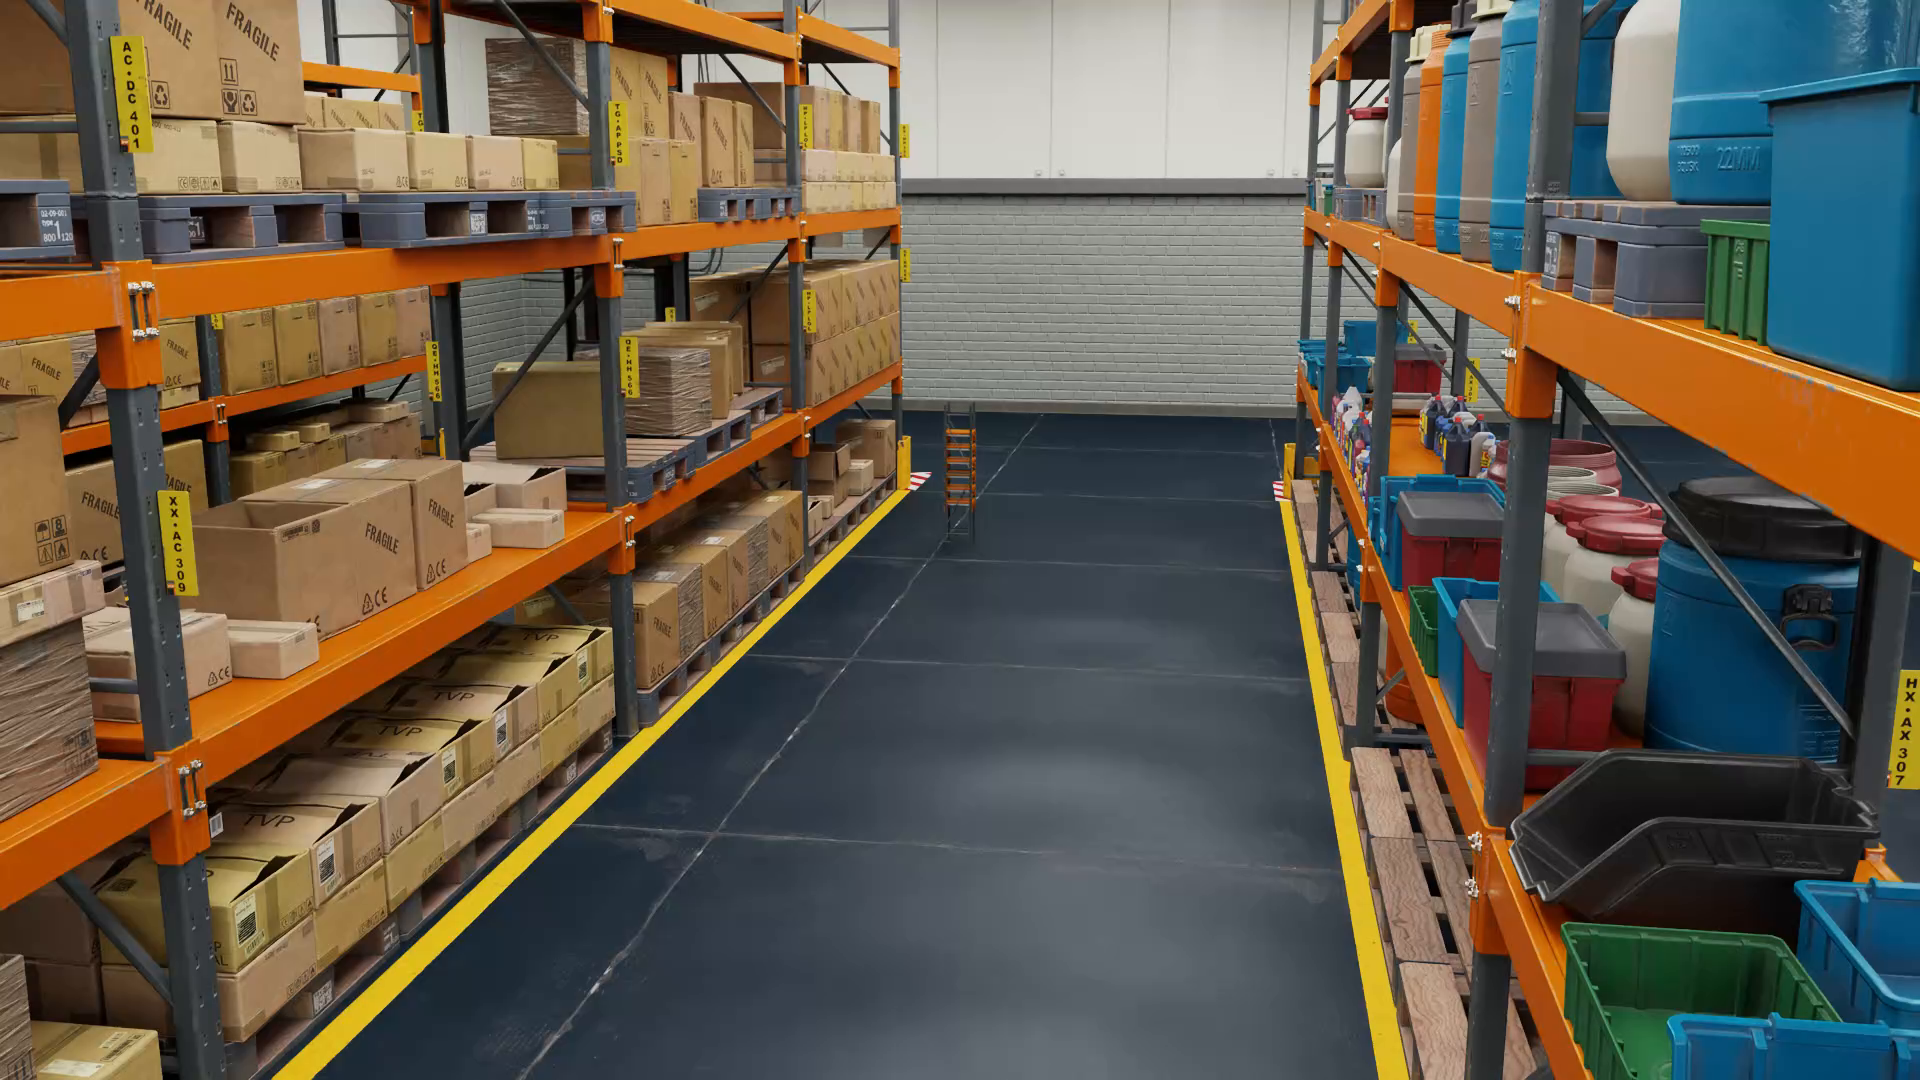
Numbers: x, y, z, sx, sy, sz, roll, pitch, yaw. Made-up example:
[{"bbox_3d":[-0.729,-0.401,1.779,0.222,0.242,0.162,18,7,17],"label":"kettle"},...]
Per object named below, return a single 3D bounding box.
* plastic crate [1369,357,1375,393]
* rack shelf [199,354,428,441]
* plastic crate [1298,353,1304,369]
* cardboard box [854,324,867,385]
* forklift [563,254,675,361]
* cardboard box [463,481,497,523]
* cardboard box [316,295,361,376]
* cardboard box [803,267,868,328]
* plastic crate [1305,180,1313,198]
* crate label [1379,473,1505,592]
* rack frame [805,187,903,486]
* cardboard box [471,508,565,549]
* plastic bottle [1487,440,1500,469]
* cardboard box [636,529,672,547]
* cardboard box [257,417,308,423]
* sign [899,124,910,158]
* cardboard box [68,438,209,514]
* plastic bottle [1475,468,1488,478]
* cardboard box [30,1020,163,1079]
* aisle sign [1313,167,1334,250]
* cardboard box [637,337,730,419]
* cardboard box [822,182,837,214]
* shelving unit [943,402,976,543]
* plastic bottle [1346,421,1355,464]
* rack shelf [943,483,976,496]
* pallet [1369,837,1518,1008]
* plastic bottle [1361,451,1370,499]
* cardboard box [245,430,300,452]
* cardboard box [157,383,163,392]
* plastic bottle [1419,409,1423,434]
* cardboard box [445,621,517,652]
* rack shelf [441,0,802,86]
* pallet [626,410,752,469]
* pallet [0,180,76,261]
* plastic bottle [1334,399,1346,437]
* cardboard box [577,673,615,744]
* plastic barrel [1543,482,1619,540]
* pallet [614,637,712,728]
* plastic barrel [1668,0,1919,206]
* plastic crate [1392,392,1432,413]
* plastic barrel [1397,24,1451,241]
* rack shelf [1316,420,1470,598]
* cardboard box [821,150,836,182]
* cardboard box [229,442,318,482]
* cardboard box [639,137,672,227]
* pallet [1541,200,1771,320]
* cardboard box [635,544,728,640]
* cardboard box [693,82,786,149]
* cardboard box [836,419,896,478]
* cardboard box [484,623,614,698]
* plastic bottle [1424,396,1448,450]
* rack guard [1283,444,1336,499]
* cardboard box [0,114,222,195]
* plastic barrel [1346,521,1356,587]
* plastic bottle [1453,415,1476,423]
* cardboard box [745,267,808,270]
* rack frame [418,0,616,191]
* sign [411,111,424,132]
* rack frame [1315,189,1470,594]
[{"bbox_3d":[3.604,-1.332,13.693,0.437,0.282,0.530,2,12,9],"label":"plastic crate"},{"bbox_3d":[-6.295,-1.434,15.737,1.077,0.370,4.000,2,12,9],"label":"rack shelf"},{"bbox_3d":[3.308,-1.677,15.638,0.250,0.136,0.298,2,12,9],"label":"plastic crate"},{"bbox_3d":[-1.128,-1.673,14.898,0.500,0.500,0.500,2,12,8],"label":"cardboard box"},{"bbox_3d":[-3.147,-1.622,15.064,1.130,2.935,3.031,3,12,12],"label":"forklift"},{"bbox_3d":[-2.651,-0.154,8.299,0.500,0.311,0.500,2,12,8],"label":"cardboard box"},{"bbox_3d":[-6.283,-1.932,15.628,0.980,0.700,0.700,1,12,6],"label":"cardboard box"},{"bbox_3d":[-1.120,-2.159,14.779,0.500,0.500,0.500,2,12,10],"label":"cardboard box"},{"bbox_3d":[3.467,-3.213,15.471,0.497,0.269,0.590,2,12,9],"label":"plastic crate"},{"bbox_3d":[2.152,-0.035,7.453,0.502,0.435,0.616,2,12,9],"label":"crate label"},{"bbox_3d":[-1.092,-2.043,16.852,1.000,3.000,0.127,2,12,9],"label":"rack frame"},{"bbox_3d":[-2.187,-0.058,8.240,0.380,0.149,0.250,2,12,9],"label":"cardboard box"},{"bbox_3d":[3.145,-0.448,9.759,0.097,0.271,0.097,0,12,0],"label":"plastic bottle"},{"bbox_3d":[-2.256,0.210,11.288,0.500,0.500,0.500,1,12,7],"label":"cardboard box"},{"bbox_3d":[-6.407,-1.070,15.734,0.380,0.149,0.250,2,12,8],"label":"cardboard box"},{"bbox_3d":[-0.546,-3.920,16.340,0.100,0.325,0.005,2,12,9],"label":"sign"},{"bbox_3d":[-6.574,-0.385,13.264,0.750,0.750,0.750,2,12,9],"label":"cardboard box"},{"bbox_3d":[2.903,-0.295,9.214,0.097,0.201,0.097,0,12,0],"label":"plastic bottle"},{"bbox_3d":[-2.793,1.698,5.025,0.500,0.250,0.500,2,12,9],"label":"cardboard box"},{"bbox_3d":[3.520,-3.177,15.944,0.394,0.787,0.004,2,12,9],"label":"aisle sign"},{"bbox_3d":[-1.918,-1.094,11.217,0.700,0.500,0.500,-1,12,-6],"label":"cardboard box"},{"bbox_3d":[-1.307,-2.800,13.603,0.500,0.250,0.500,2,12,9],"label":"cardboard box"},{"bbox_3d":[-0.002,-0.584,14.353,0.258,1.200,0.189,2,12,9],"label":"shelving unit"},{"bbox_3d":[2.501,-0.617,10.543,0.097,0.271,0.097,0,12,0],"label":"plastic bottle"},{"bbox_3d":[-0.002,-0.423,14.388,0.258,0.103,0.180,2,12,9],"label":"rack shelf"},{"bbox_3d":[2.224,1.560,6.752,1.003,0.211,1.213,2,12,9],"label":"pallet"},{"bbox_3d":[2.314,-0.363,9.364,0.097,0.271,0.097,0,12,0],"label":"plastic bottle"},{"bbox_3d":[-6.153,-0.888,14.890,0.380,0.149,0.250,2,12,11],"label":"cardboard box"},{"bbox_3d":[-6.493,-1.363,12.707,0.500,0.500,0.500,2,12,9],"label":"cardboard box"},{"bbox_3d":[3.320,-0.859,11.832,0.097,0.201,0.097,0,12,0],"label":"plastic bottle"},{"bbox_3d":[-2.693,0.587,8.849,0.500,0.311,0.500,2,12,11],"label":"cardboard box"},{"bbox_3d":[-2.015,-3.179,10.542,1.077,0.370,4.000,2,12,9],"label":"rack shelf"},{"bbox_3d":[-2.028,-0.689,11.024,1.003,0.211,1.213,2,12,9],"label":"pallet"},{"bbox_3d":[-3.043,-0.789,4.126,1.003,0.211,1.213,2,12,9],"label":"pallet"},{"bbox_3d":[2.674,-0.851,11.626,0.097,0.271,0.097,0,12,0],"label":"plastic bottle"},{"bbox_3d":[-2.162,0.879,8.825,0.500,0.250,0.500,2,12,10],"label":"cardboard box"},{"bbox_3d":[2.560,0.038,6.932,0.421,0.512,0.421,0,12,0],"label":"plastic barrel"},{"bbox_3d":[-2.170,0.832,10.134,1.003,0.211,1.213,2,12,9],"label":"pallet"},{"bbox_3d":[1.698,-1.096,3.154,0.600,0.901,0.708,2,12,9],"label":"plastic barrel"},{"bbox_3d":[3.400,-1.041,12.689,0.396,0.136,0.243,2,12,9],"label":"plastic crate"},{"bbox_3d":[2.231,-1.764,7.247,0.600,0.901,0.600,0,12,0],"label":"plastic barrel"},{"bbox_3d":[2.879,-0.281,10.384,1.077,0.370,4.000,2,12,9],"label":"rack shelf"},{"bbox_3d":[-1.312,-3.045,13.551,0.500,0.250,0.500,2,12,9],"label":"cardboard box"},{"bbox_3d":[-6.305,-0.610,15.140,0.700,0.500,0.500,2,12,8],"label":"cardboard box"},{"bbox_3d":[-2.210,-2.091,9.717,0.910,0.500,0.500,2,12,9],"label":"cardboard box"},{"bbox_3d":[1.942,-0.604,3.505,1.213,0.211,1.003,2,12,9],"label":"pallet"},{"bbox_3d":[-1.813,0.331,10.728,0.500,0.500,0.500,2,12,8],"label":"cardboard box"},{"bbox_3d":[-1.670,-3.316,13.032,0.700,0.500,0.500,2,12,9],"label":"cardboard box"},{"bbox_3d":[-0.932,-0.915,16.506,0.500,0.500,0.500,2,12,9],"label":"cardboard box"},{"bbox_3d":[-2.159,0.604,8.768,0.500,0.311,0.500,2,12,10],"label":"cardboard box"},{"bbox_3d":[3.198,-0.789,11.151,0.144,0.351,0.185,2,12,9],"label":"plastic bottle"},{"bbox_3d":[3.793,-0.665,16.392,1.175,0.500,0.348,2,12,9],"label":"rack guard"},{"bbox_3d":[-2.833,-1.271,5.510,0.500,0.250,0.500,3,13,15],"label":"cardboard box"},{"bbox_3d":[3.086,-0.116,11.894,0.600,0.901,0.708,2,12,9],"label":"plastic barrel"},{"bbox_3d":[3.291,-0.687,10.853,0.152,0.276,0.135,2,12,9],"label":"plastic bottle"},{"bbox_3d":[-1.653,-2.178,14.867,0.500,0.500,0.500,2,12,8],"label":"cardboard box"},{"bbox_3d":[-2.322,-3.310,8.492,1.000,3.000,0.127,2,12,9],"label":"rack frame"},{"bbox_3d":[-2.858,-2.114,8.837,0.100,0.325,0.005,2,12,9],"label":"sign"},{"bbox_3d":[3.187,-1.049,12.240,1.000,3.000,0.127,2,12,9],"label":"rack frame"}]
